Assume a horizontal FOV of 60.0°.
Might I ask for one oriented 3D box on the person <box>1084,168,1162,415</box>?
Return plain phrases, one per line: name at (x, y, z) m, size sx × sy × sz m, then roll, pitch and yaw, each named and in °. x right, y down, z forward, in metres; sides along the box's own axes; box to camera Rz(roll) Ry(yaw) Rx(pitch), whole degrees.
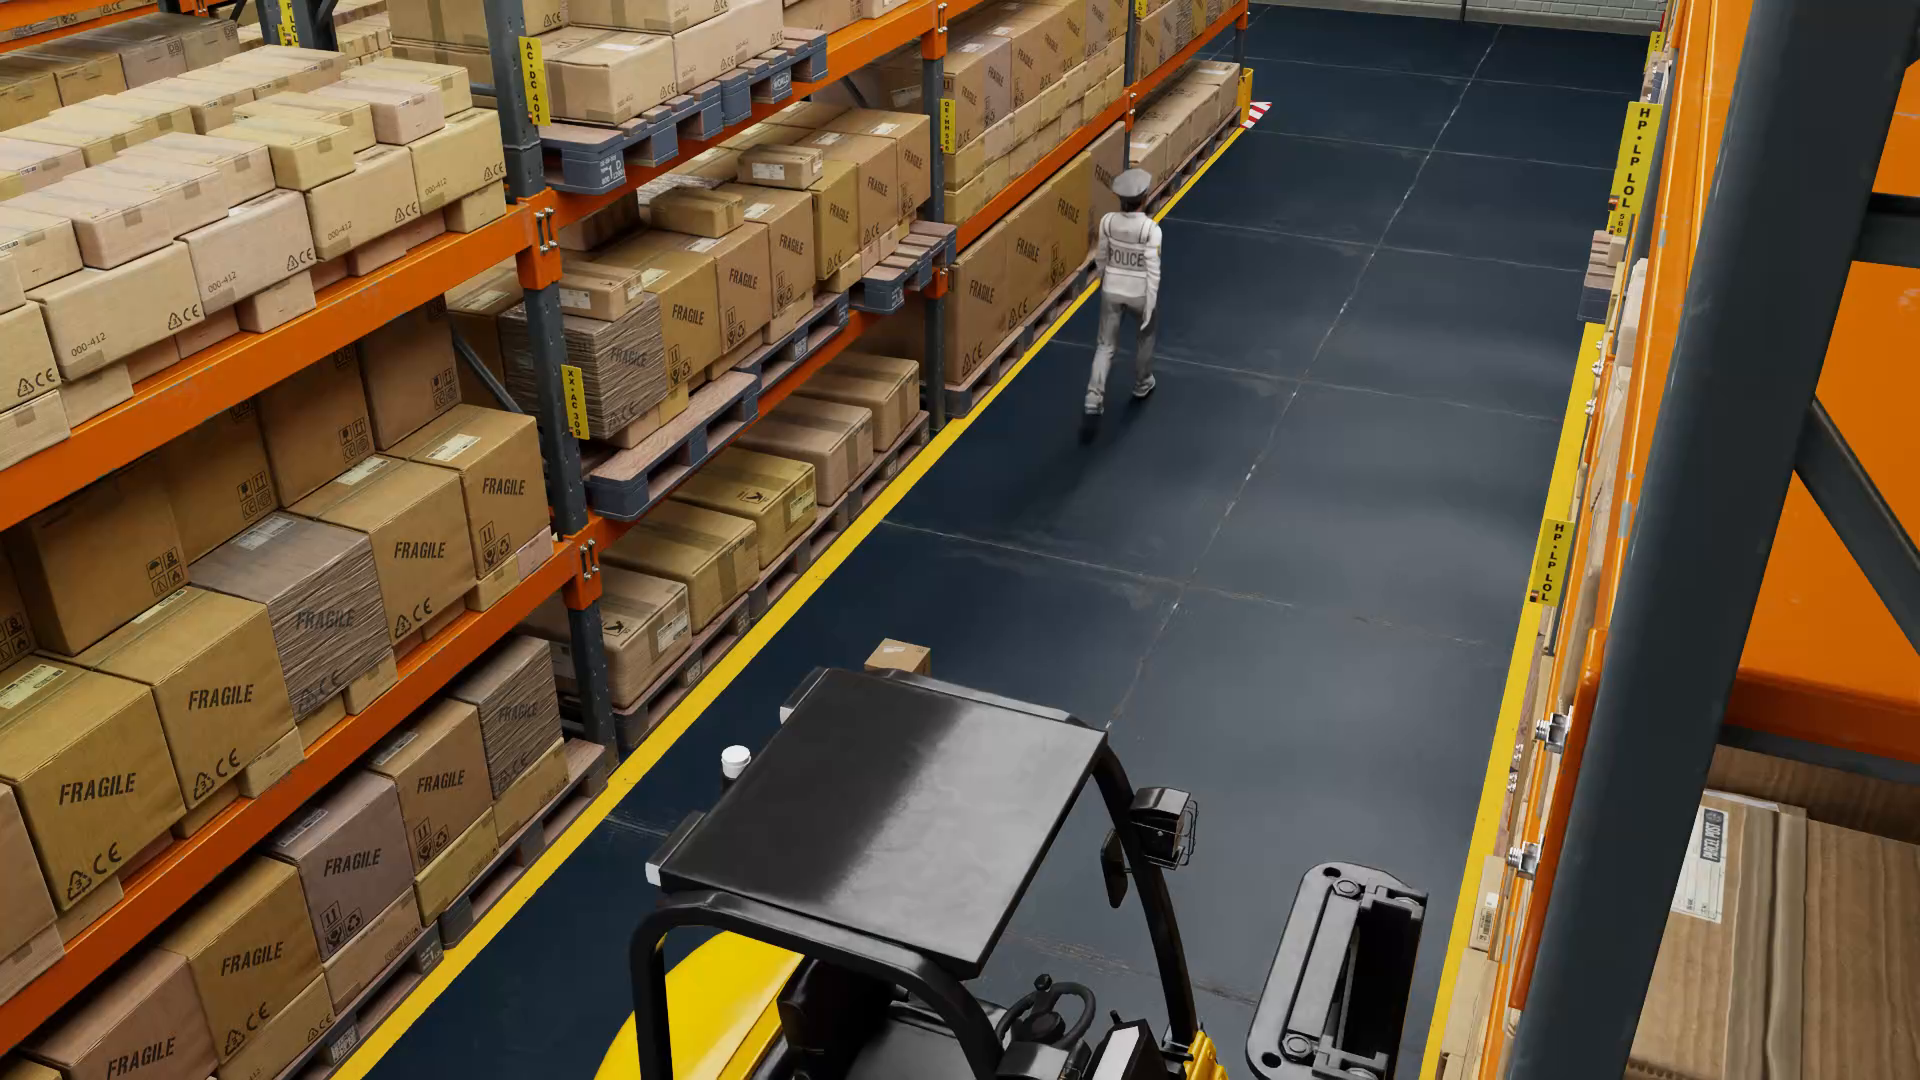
person at (1.095, -1.625, 10.917) m, size 0.477 × 1.645 × 0.935 m, roll 11°, pitch 32°, yaw 18°
